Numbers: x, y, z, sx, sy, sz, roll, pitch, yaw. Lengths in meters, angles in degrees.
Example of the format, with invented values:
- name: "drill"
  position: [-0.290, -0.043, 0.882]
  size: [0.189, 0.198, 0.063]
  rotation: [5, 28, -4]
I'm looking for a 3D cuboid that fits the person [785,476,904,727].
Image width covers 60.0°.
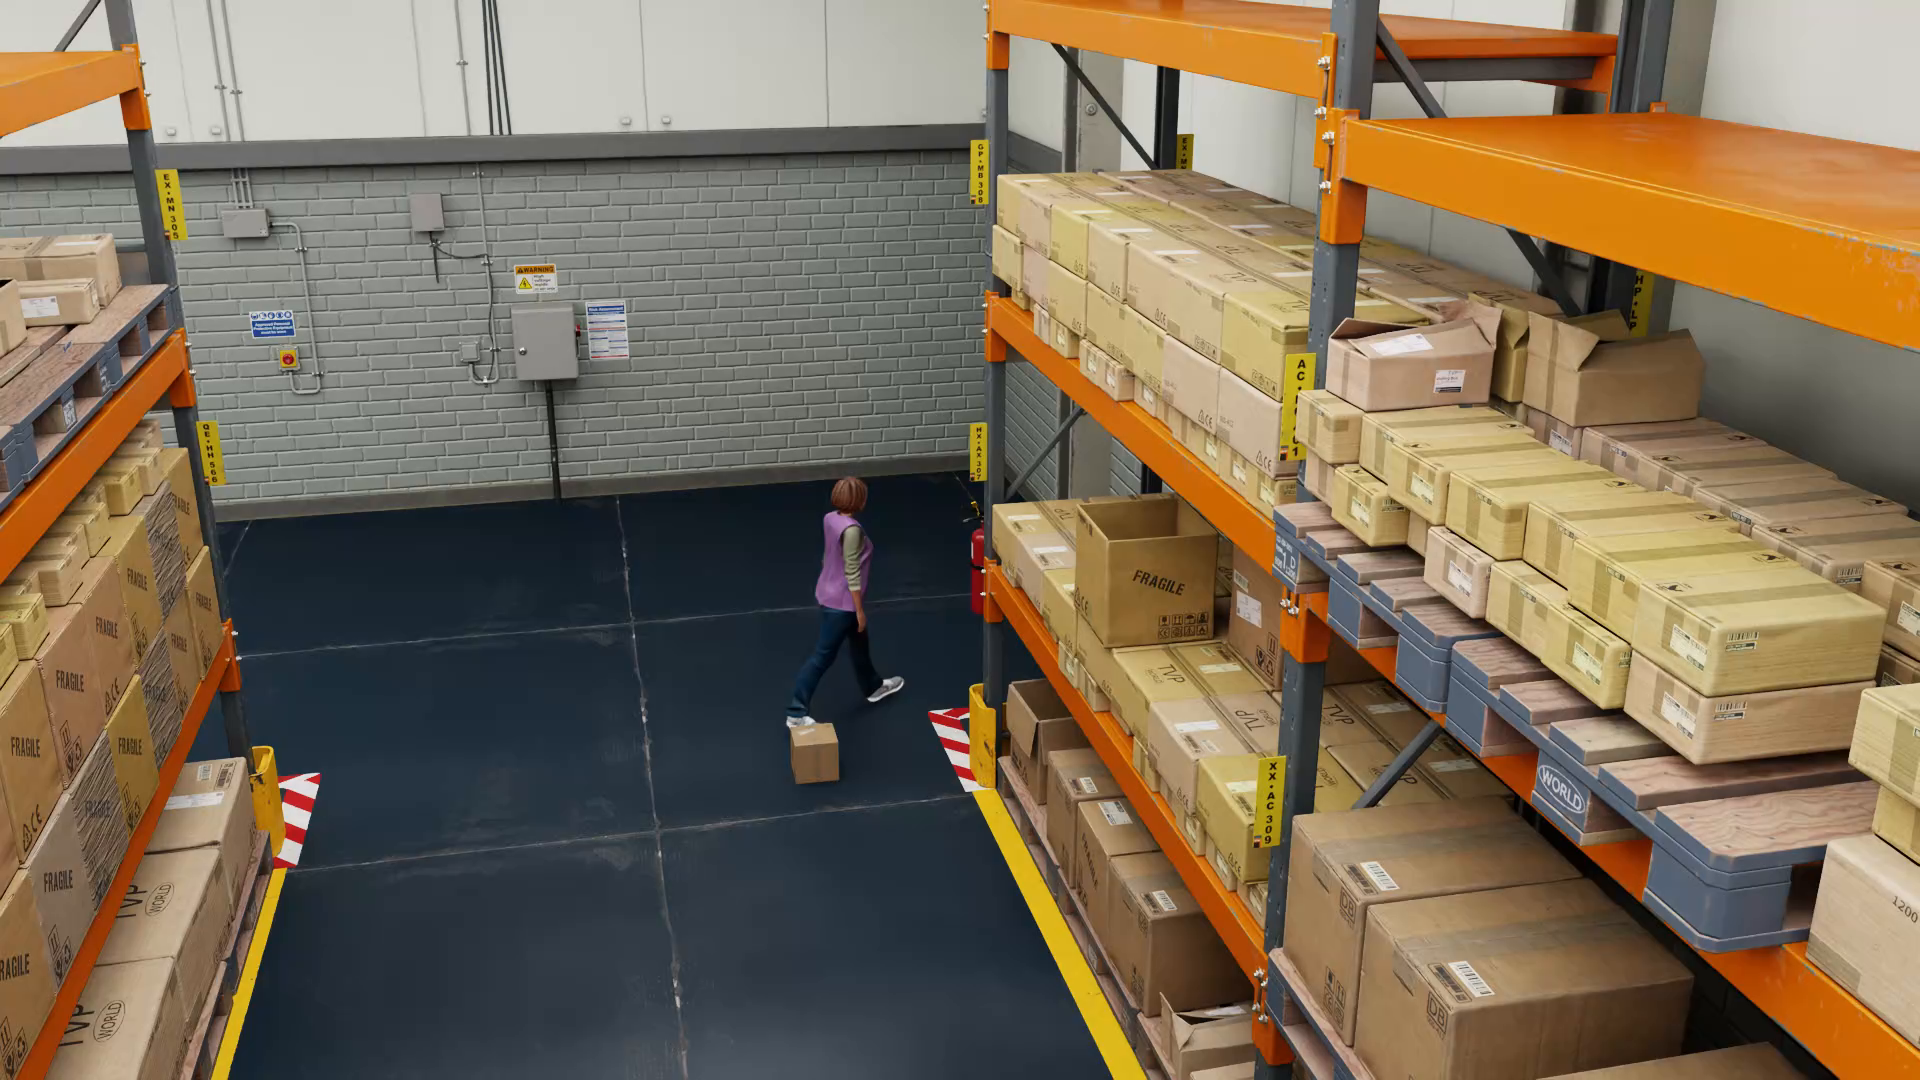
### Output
- name: "person"
  position: [-0.692, 0.361, 10.089]
  size: [0.834, 1.552, 0.520]
  rotation: [-6, 21, -16]
